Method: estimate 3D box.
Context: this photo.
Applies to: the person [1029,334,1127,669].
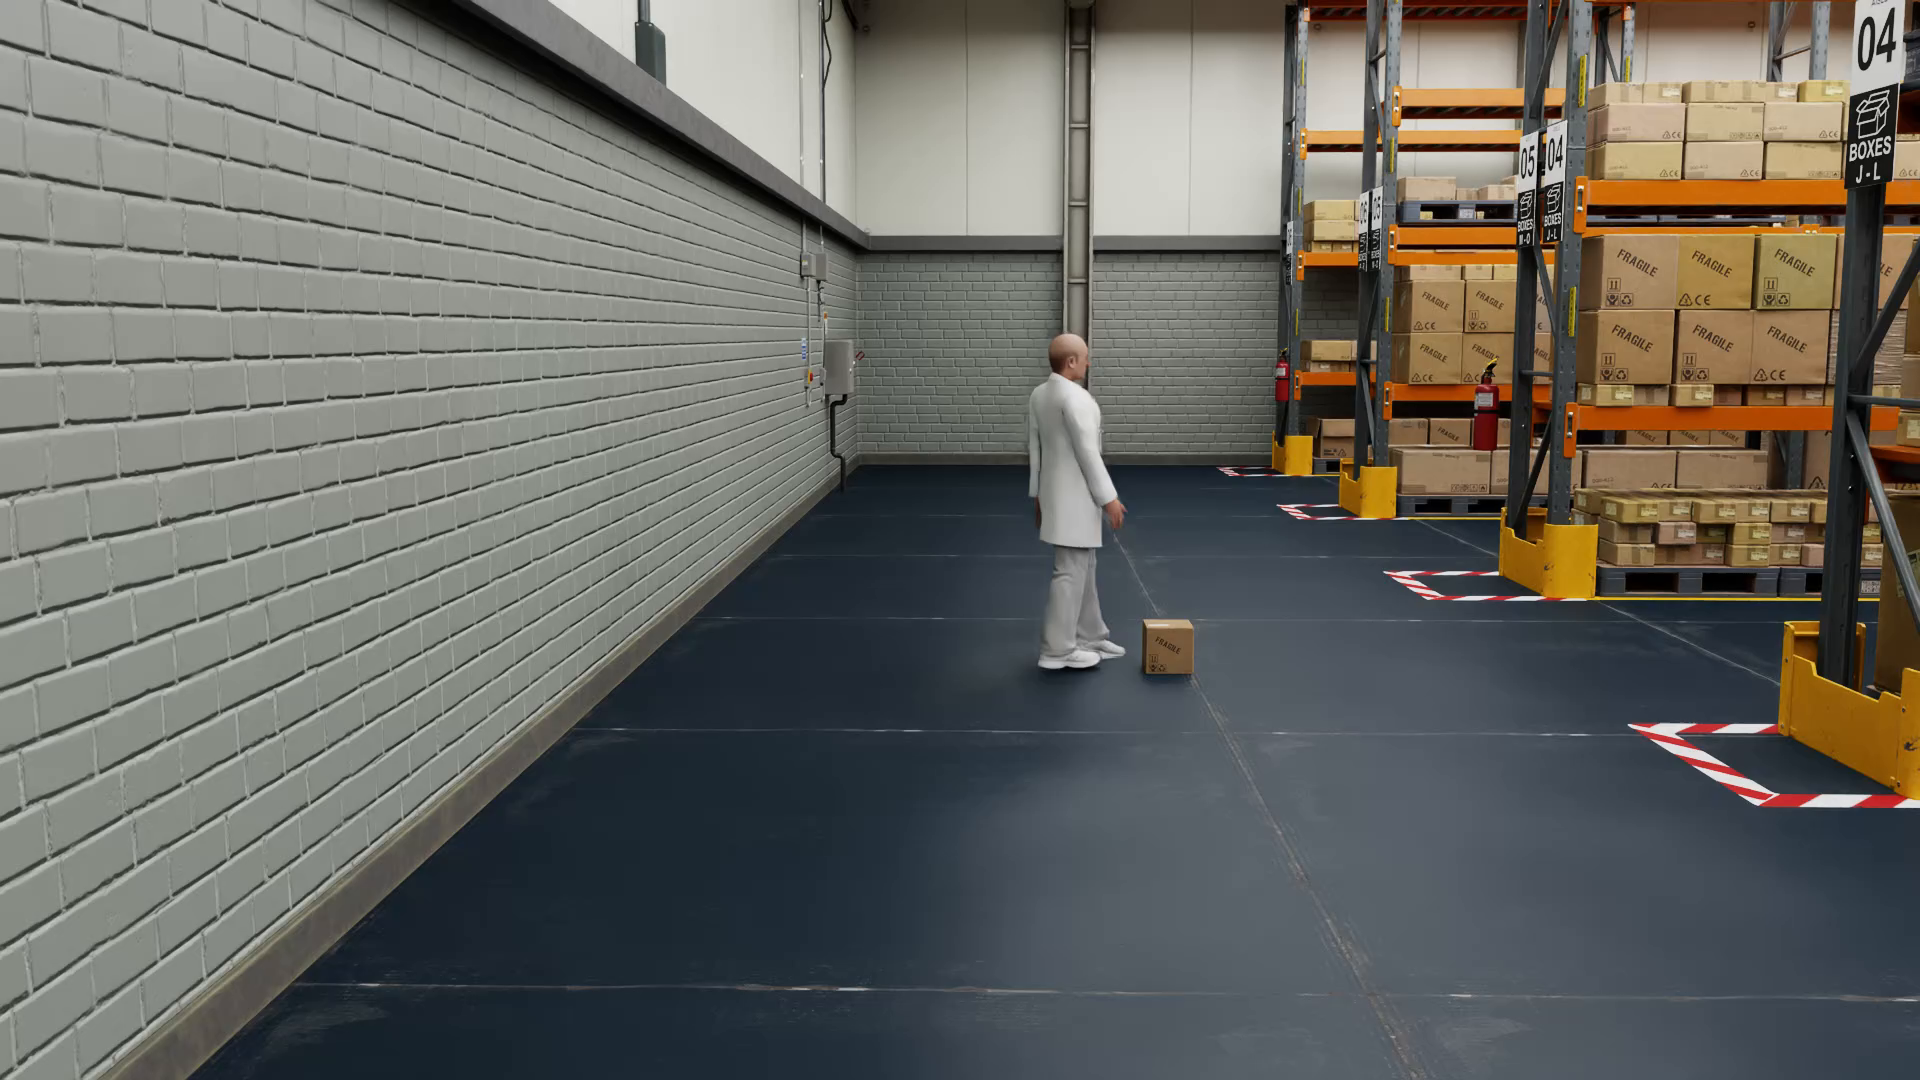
[{"bbox_3d":[0.702,-0.197,8.877,0.636,1.794,0.589,-2,7,-18],"label":"person"}]
